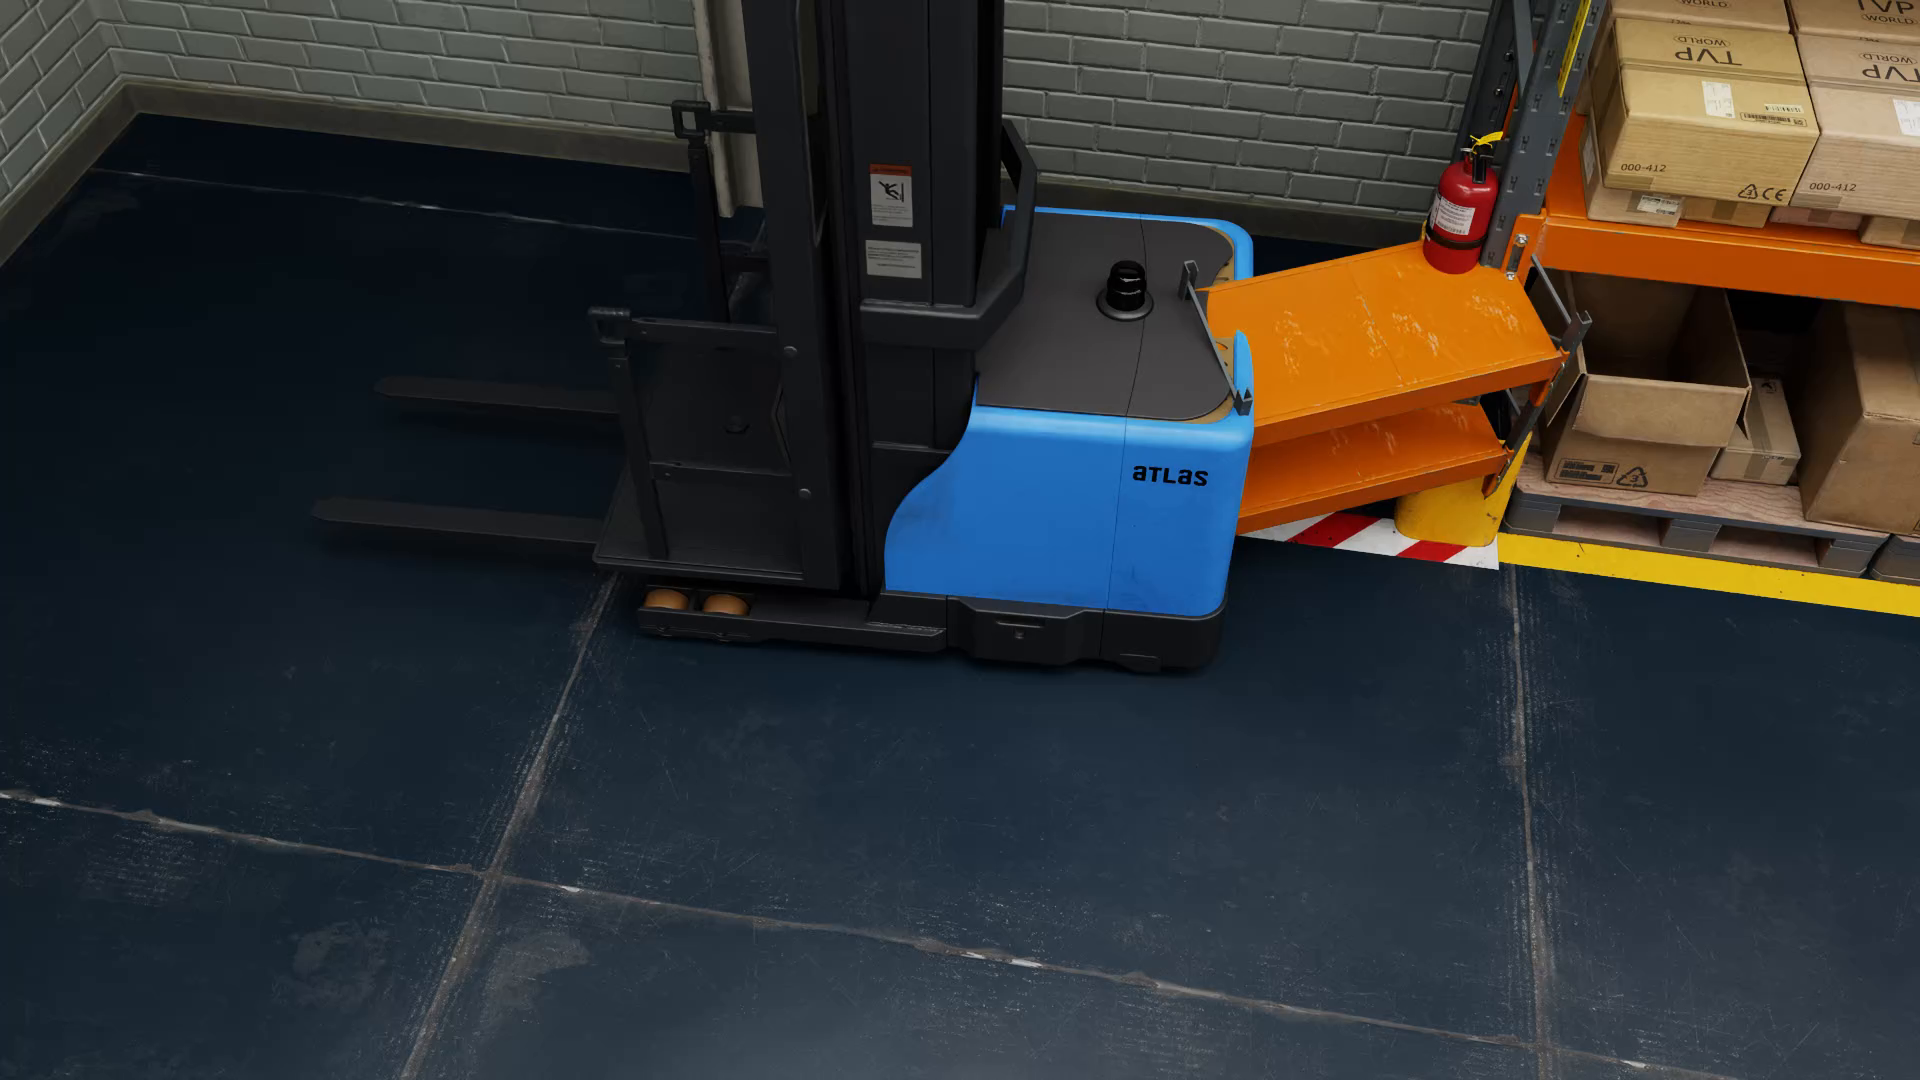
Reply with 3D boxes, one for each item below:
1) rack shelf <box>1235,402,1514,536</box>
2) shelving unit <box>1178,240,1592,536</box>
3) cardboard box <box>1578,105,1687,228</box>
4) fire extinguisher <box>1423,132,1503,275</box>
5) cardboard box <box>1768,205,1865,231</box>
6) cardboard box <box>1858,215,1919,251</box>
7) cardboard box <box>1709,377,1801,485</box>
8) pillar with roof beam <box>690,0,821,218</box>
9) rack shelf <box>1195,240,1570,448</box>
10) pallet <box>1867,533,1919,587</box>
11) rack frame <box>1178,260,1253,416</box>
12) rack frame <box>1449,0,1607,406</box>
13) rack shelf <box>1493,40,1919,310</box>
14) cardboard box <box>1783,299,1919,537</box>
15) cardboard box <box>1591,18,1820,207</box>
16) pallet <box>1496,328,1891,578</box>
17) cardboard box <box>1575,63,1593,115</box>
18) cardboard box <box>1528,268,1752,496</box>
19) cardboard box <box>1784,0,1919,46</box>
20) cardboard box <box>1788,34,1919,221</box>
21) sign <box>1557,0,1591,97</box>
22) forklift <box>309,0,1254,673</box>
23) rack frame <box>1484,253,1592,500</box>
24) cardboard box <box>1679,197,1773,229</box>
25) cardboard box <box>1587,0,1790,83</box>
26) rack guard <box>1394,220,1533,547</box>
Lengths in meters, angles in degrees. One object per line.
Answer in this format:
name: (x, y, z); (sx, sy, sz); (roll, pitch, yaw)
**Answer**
rack shelf: (1.210, -0.319, 5.448); (1.000, 0.278, 0.538); (-13, 62, -8)
shelving unit: (1.211, -0.437, 5.234); (1.048, 1.125, 0.538); (-13, 62, -8)
cardboard box: (1.978, -1.102, 4.892); (0.250, 0.149, 0.380); (7, 48, 7)
fire extinguisher: (1.477, -0.961, 4.899); (0.183, 0.674, 0.296); (8, 49, 7)
cardboard box: (2.502, -1.093, 4.884); (0.250, 0.149, 0.380); (7, 48, 6)
cardboard box: (2.739, -1.014, 4.814); (0.250, 0.149, 0.380); (9, 49, 8)
cardboard box: (2.700, -0.383, 5.711); (0.250, 0.149, 0.380); (6, 48, 5)
pillar with roof beam: (-1.555, -1.300, 0.869); (0.400, 9.000, 9.100); (8, 49, 7)
rack shelf: (1.214, -0.578, 4.978); (1.000, 0.278, 0.538); (-13, 62, -8)
pallet: (3.760, -0.220, 5.806); (1.213, 0.211, 1.003); (8, 49, 7)
rack frame: (0.721, -0.322, 5.167); (0.032, 1.125, 0.500); (-13, 62, -8)
rack frame: (1.704, -1.430, 5.018); (0.127, 3.000, 1.000); (8, 49, 7)
rack shelf: (3.672, -0.925, 5.048); (4.000, 0.370, 1.077); (8, 49, 7)
cardboard box: (3.123, -0.443, 5.530); (0.500, 0.500, 0.700); (9, 49, 8)
cardboard box: (2.102, -1.222, 4.732); (0.500, 0.250, 0.500); (8, 49, 7)
pallet: (2.563, -0.383, 5.953); (1.213, 0.211, 1.003); (8, 49, 7)
cardboard box: (2.077, -1.499, 5.249); (0.250, 0.149, 0.380); (7, 48, 6)
cardboard box: (2.289, -0.586, 5.656); (0.637, 0.503, 0.797); (6, 48, 5)
cardboard box: (2.711, -1.544, 5.021); (0.500, 0.250, 0.500); (8, 49, 7)
cardboard box: (2.598, -1.156, 4.673); (0.500, 0.250, 0.500); (8, 49, 7)
sign: (1.607, -1.322, 4.339); (0.005, 0.325, 0.100); (8, 49, 7)
forklift: (-0.624, -1.033, 4.708); (3.031, 2.935, 1.130); (5, 48, 4)
rack frame: (1.702, -0.552, 5.302); (0.032, 1.125, 0.500); (-13, 62, -8)
cardboard box: (2.237, -1.102, 4.892); (0.250, 0.149, 0.380); (9, 49, 8)
cardboard box: (2.203, -1.613, 5.083); (0.500, 0.250, 0.500); (9, 49, 8)
rack guard: (1.778, -0.584, 5.939); (0.348, 0.500, 1.175); (8, 49, 7)
